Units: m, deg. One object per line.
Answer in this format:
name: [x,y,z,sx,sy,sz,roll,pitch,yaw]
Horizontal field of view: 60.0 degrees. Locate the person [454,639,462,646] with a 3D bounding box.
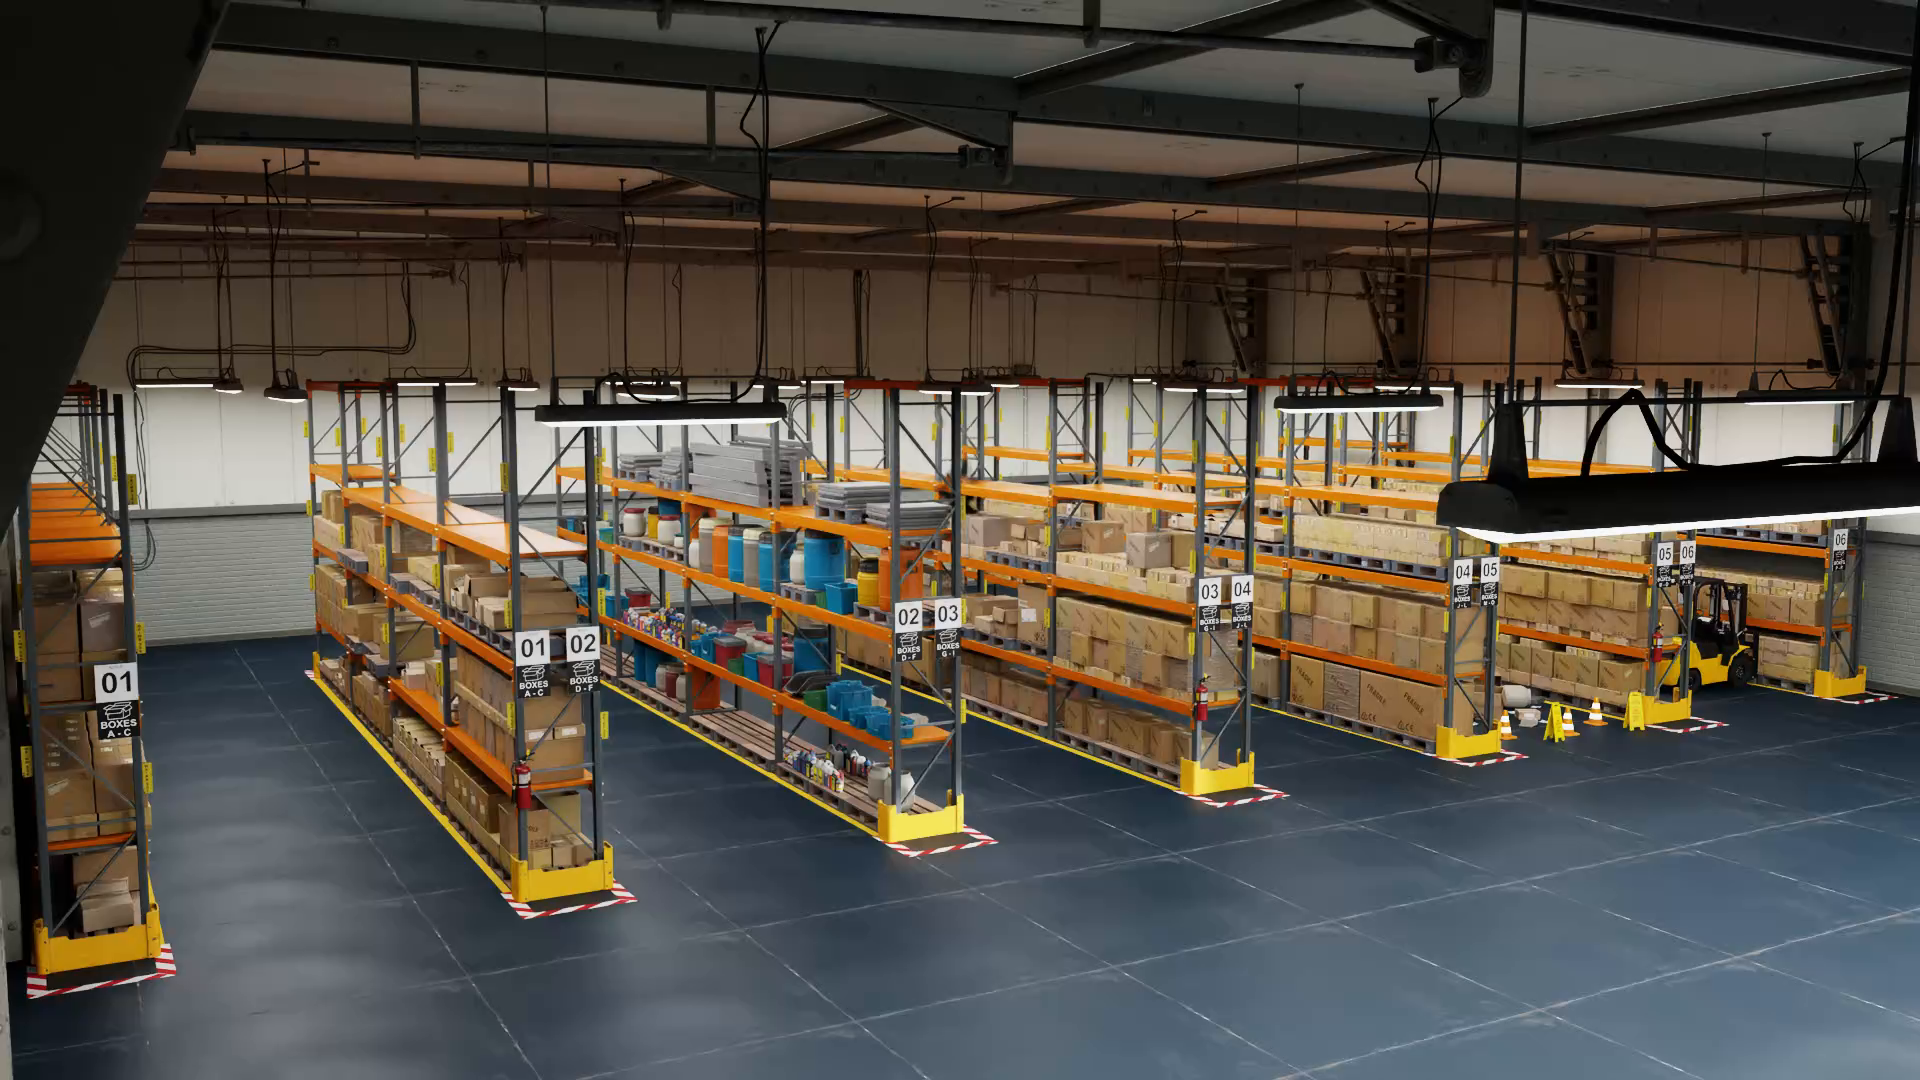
person: [-10.337,1.864,33.733,0.661,1.792,0.684,-4,7,-32]

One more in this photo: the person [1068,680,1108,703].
person: [2.423,2.183,31.193,0.607,1.632,0.941,-4,7,-33]

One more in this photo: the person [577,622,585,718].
person: [-6.852,2.328,30.023,0.558,1.721,0.758,-4,8,-36]
